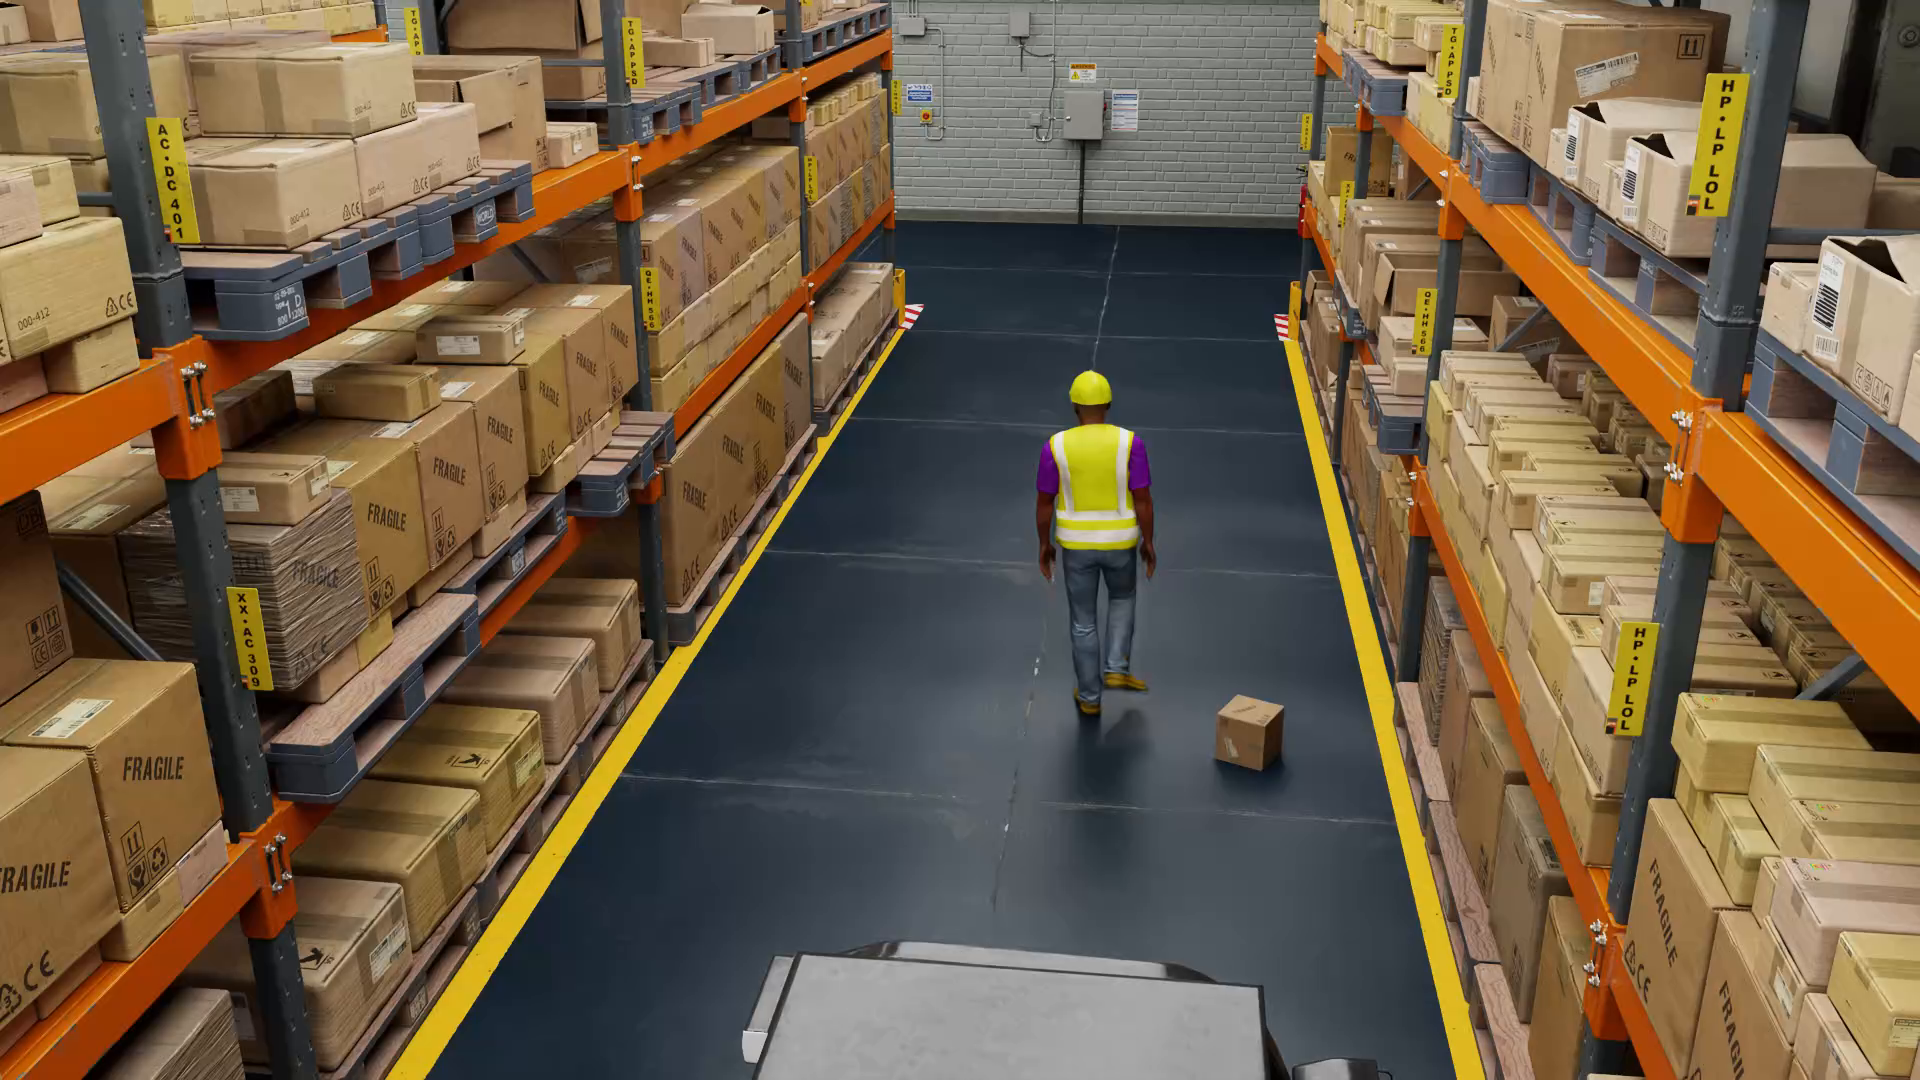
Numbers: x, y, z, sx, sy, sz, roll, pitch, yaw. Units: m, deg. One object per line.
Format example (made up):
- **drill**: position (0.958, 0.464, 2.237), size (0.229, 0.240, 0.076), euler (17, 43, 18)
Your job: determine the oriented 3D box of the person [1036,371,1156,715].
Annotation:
- **person**: position (0.688, 0.016, 8.473), size (0.612, 1.751, 0.496), euler (1, 21, 1)
